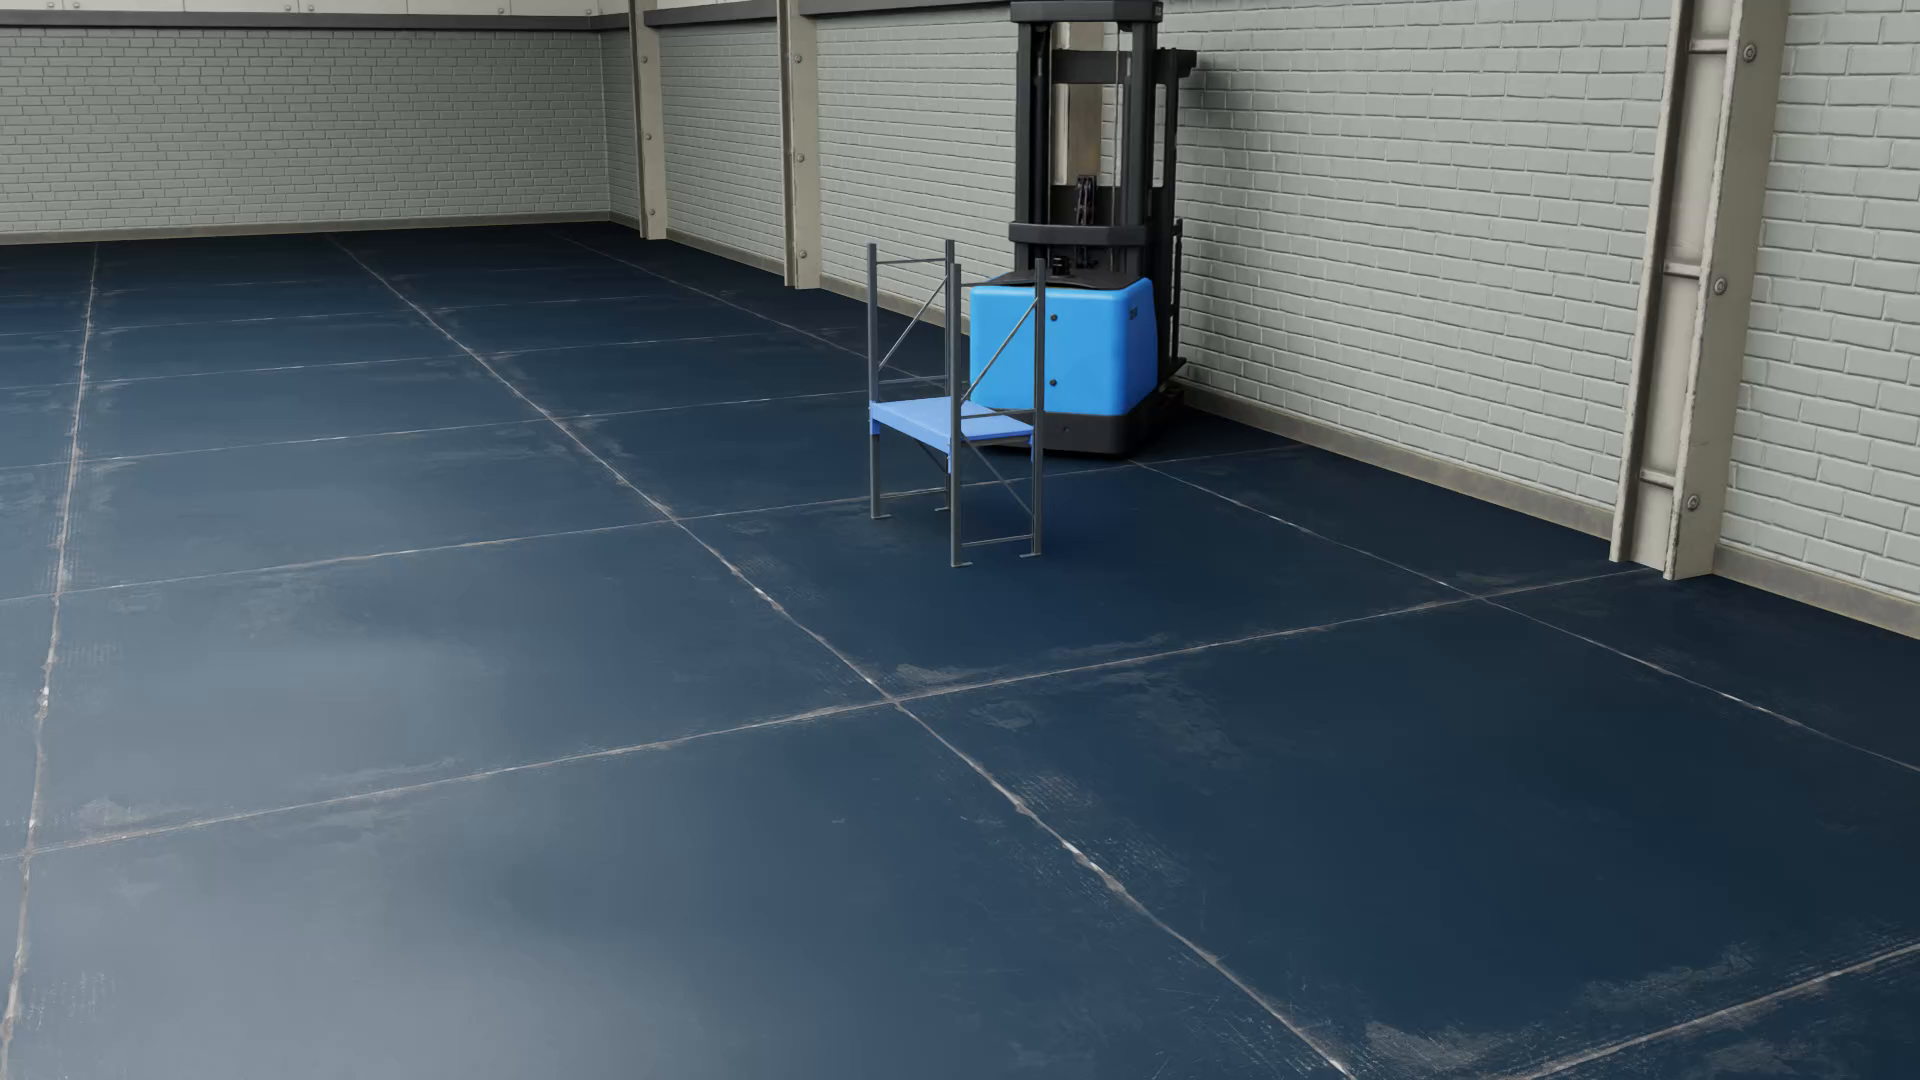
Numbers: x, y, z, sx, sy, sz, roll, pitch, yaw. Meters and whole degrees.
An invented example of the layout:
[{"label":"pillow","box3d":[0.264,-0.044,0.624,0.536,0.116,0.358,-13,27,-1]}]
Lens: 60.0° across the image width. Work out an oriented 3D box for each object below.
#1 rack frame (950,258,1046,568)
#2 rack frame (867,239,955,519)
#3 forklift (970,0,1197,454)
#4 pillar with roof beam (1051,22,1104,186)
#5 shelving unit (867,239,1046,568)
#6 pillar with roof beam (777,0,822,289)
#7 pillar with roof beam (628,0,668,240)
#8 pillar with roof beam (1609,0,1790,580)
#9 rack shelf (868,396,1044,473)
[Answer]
[{"label":"rack frame","box3d":[0.185,-0.616,8.178,0.500,1.500,0.032,-8,18,-25]},{"label":"rack frame","box3d":[-0.260,-0.868,9.057,0.500,1.500,0.032,-8,18,-25]},{"label":"forklift","box3d":[0.983,-2.311,11.489,1.130,2.935,3.031,5,17,17]},{"label":"pillar with roof beam","box3d":[-2.996,-5.164,10.432,9.100,9.000,0.400,-8,18,-25]},{"label":"shelving unit","box3d":[-0.037,-0.742,8.617,0.538,1.500,1.048,-8,18,-25]},{"label":"pillar with roof beam","box3d":[-5.624,-6.652,15.616,9.100,9.000,0.400,-8,18,-25]},{"label":"pillar with roof beam","box3d":[-8.253,-8.140,20.800,9.100,9.000,0.400,-8,18,-25]},{"label":"pillar with roof beam","box3d":[-0.367,-3.676,5.247,9.100,9.000,0.400,-8,18,-25]},{"label":"rack shelf","box3d":[-0.037,-0.569,8.667,0.538,0.185,1.000,-8,18,-25]}]
